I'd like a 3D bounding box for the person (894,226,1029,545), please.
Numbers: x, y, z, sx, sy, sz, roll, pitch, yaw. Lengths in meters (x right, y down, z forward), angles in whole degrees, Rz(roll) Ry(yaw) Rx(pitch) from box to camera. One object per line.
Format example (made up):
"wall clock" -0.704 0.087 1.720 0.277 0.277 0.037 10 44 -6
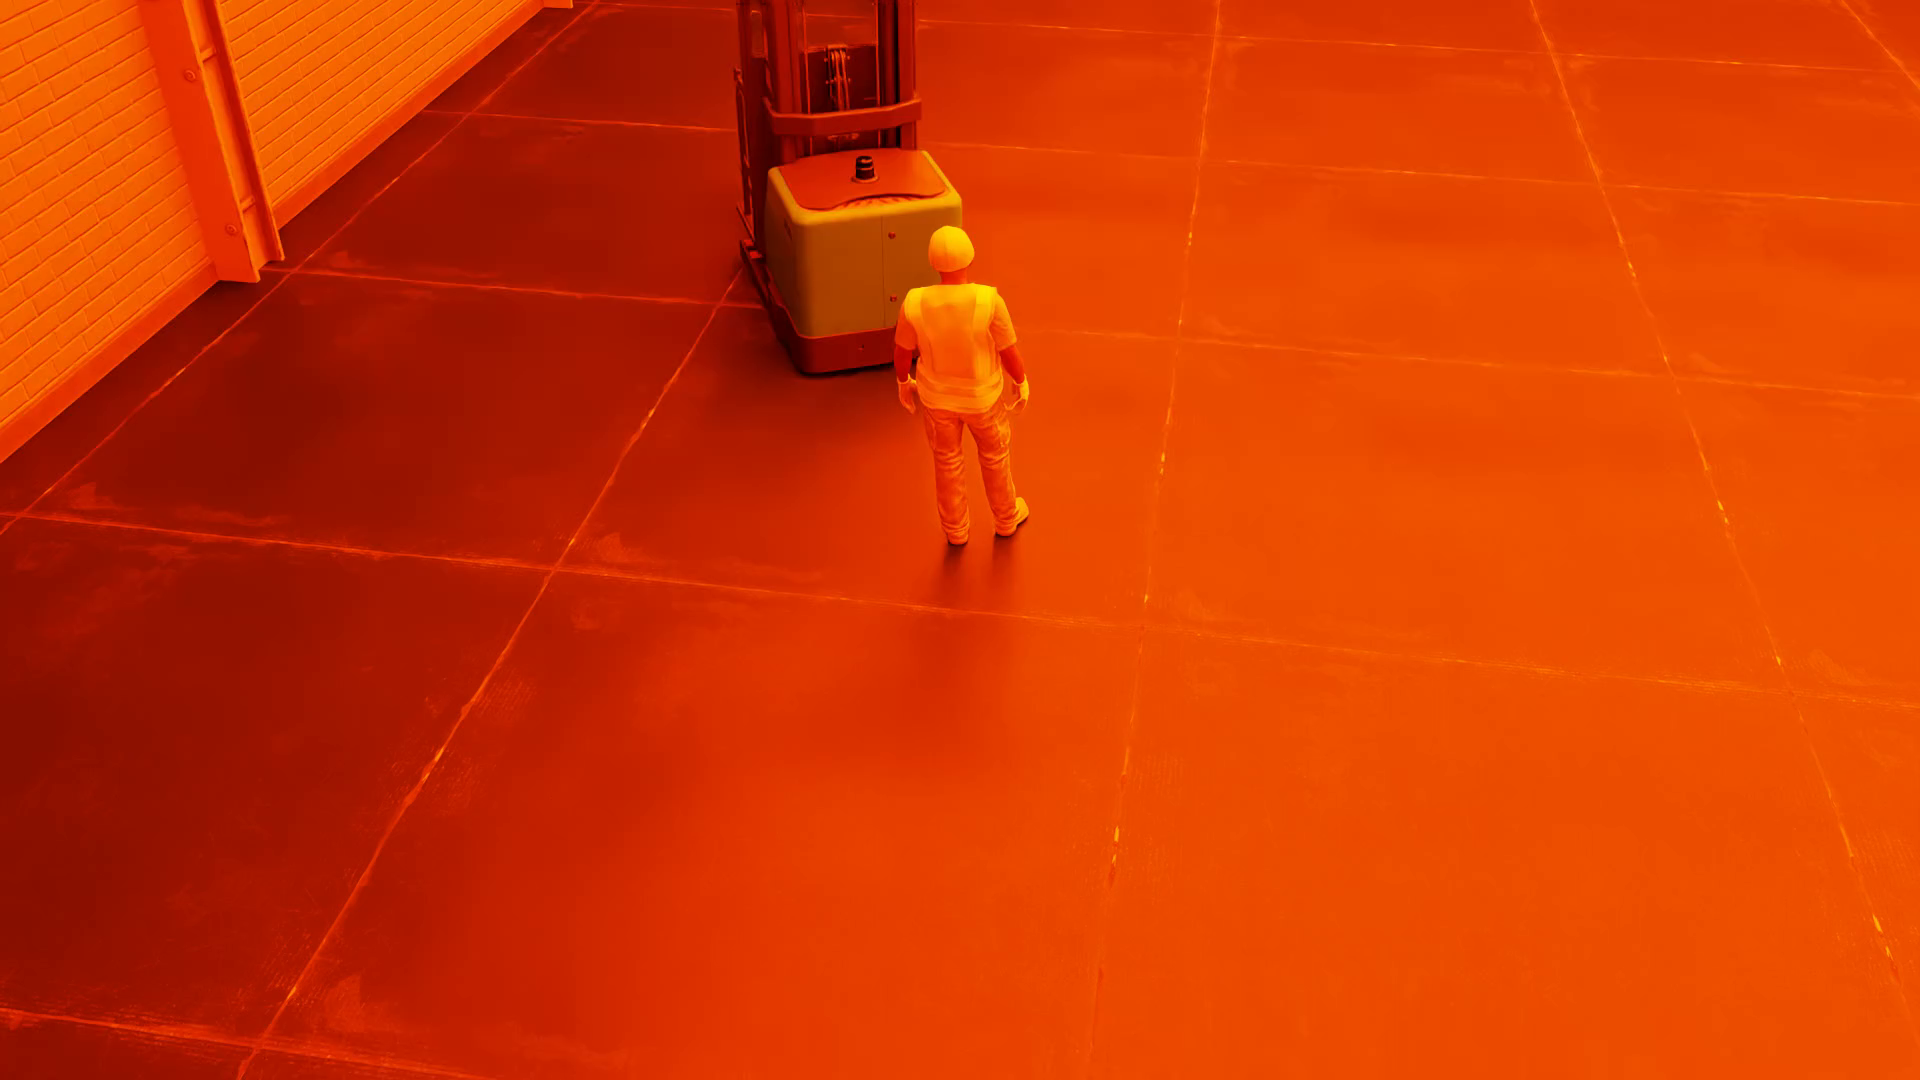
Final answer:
"person" 0.021 -0.776 8.255 0.656 1.782 0.577 5 35 8

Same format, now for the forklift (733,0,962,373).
"forklift" -0.883 -3.050 10.513 1.130 2.935 3.031 -10 36 -14
